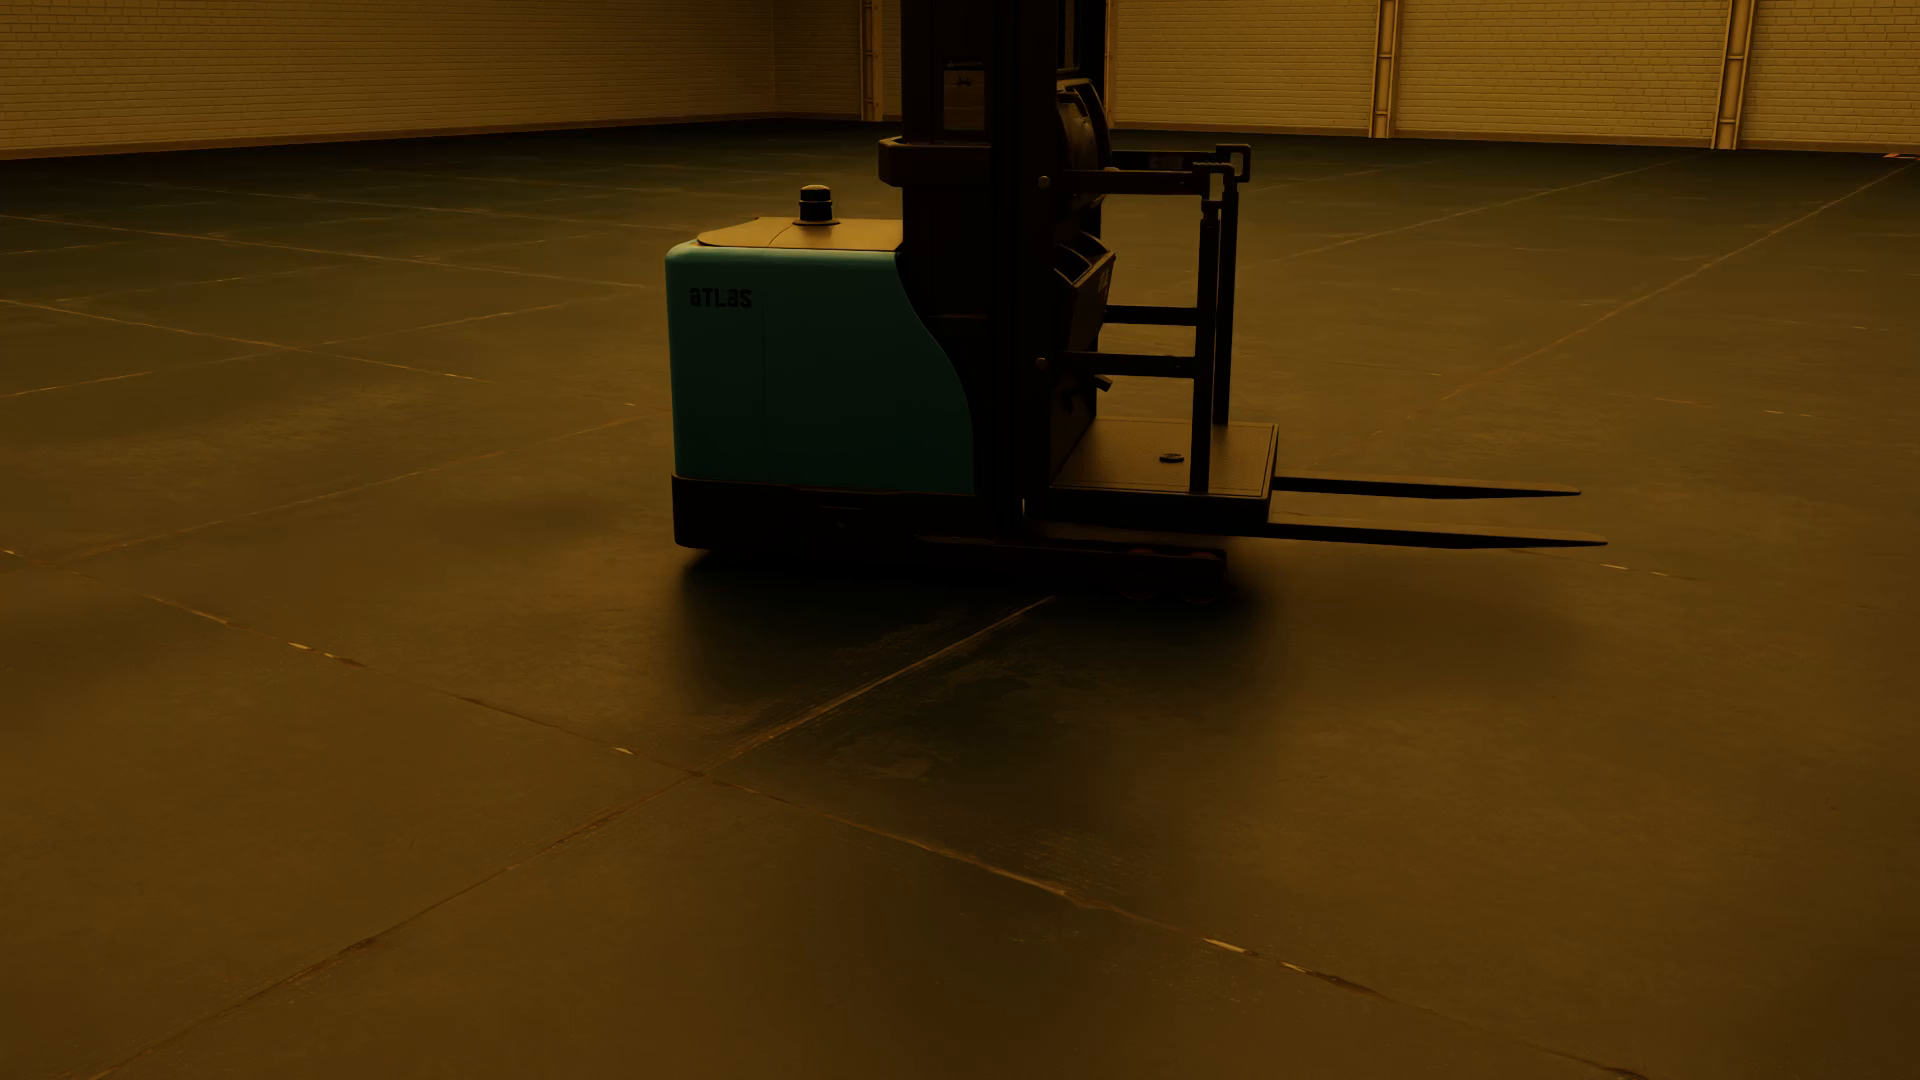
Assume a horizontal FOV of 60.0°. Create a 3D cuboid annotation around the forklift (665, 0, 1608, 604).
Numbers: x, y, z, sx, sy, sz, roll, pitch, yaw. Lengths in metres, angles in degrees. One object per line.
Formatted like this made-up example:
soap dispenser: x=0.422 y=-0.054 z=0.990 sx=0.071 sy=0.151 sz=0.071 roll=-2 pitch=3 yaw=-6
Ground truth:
forklift: x=0.595 y=-1.367 z=5.404 sx=3.031 sy=2.935 sz=1.130 roll=4 pitch=17 yaw=12
